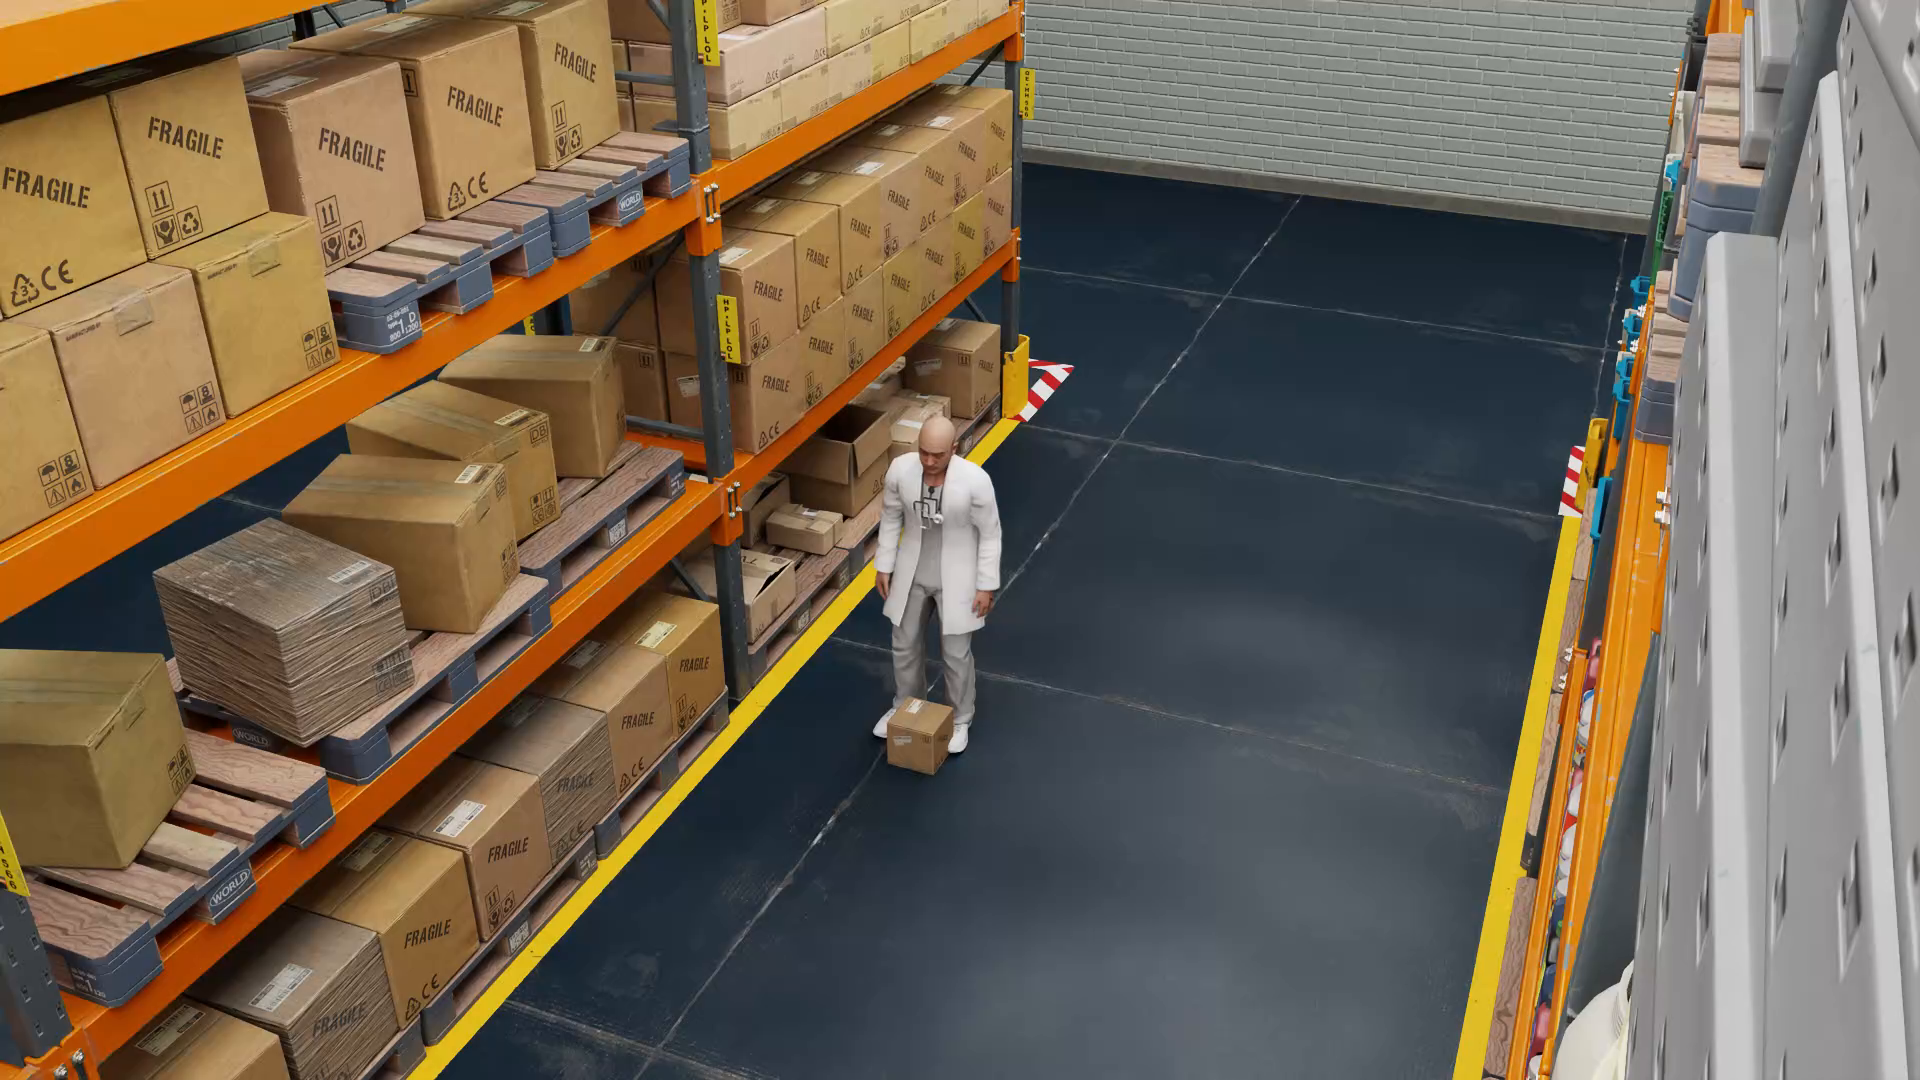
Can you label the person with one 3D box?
[{"bbox_3d":[-0.116,0.192,8.078,0.647,1.772,0.428,10,31,17],"label":"person"}]
